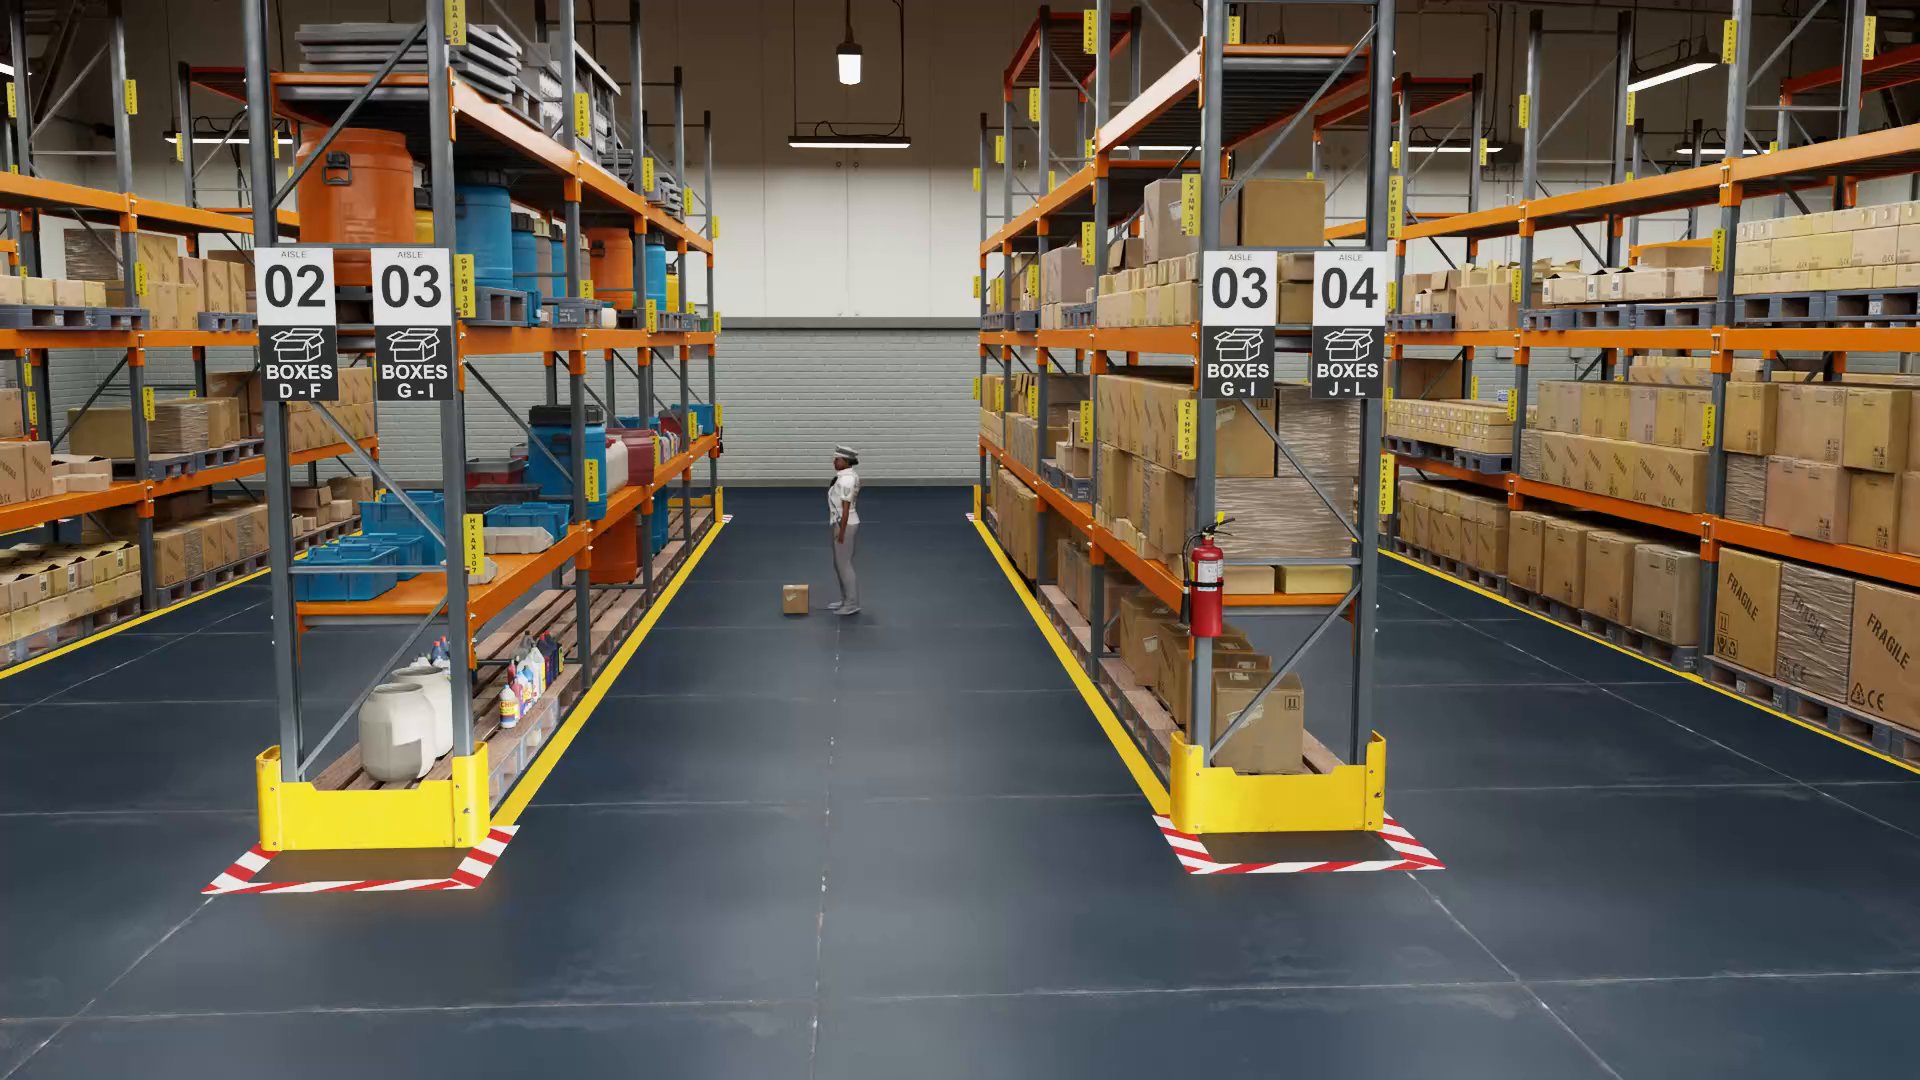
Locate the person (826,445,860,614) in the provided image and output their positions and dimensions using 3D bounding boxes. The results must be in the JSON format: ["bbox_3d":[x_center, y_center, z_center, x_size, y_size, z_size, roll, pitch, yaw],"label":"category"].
[{"bbox_3d":[-1.167,-0.102,16.627,0.339,1.707,0.437,0,7,-2],"label":"person"}]
